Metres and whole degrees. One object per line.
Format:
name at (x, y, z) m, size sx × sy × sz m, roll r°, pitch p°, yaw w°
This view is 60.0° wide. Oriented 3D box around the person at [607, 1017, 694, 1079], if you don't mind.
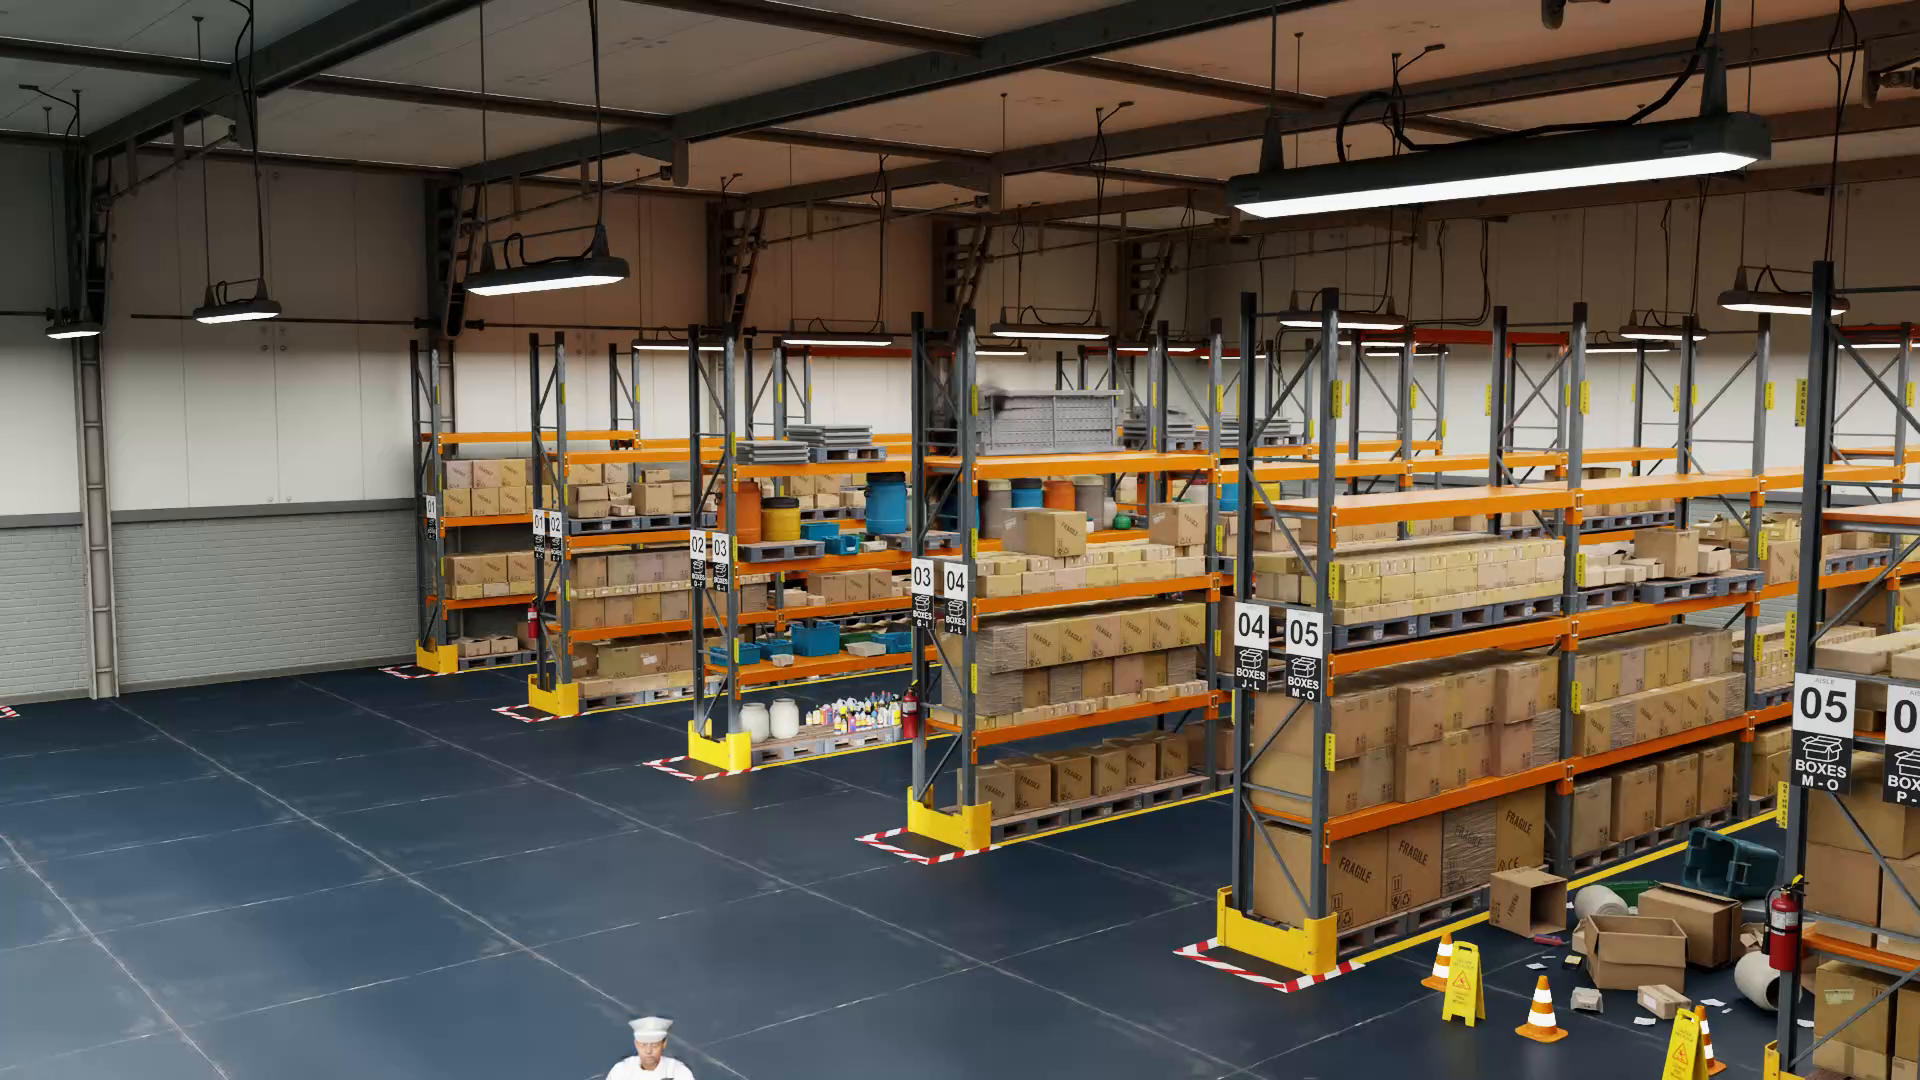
person at (-1.713, 3.454, 9.218) m, size 0.562 × 1.721 × 0.885 m, roll -1°, pitch 5°, yaw -8°
